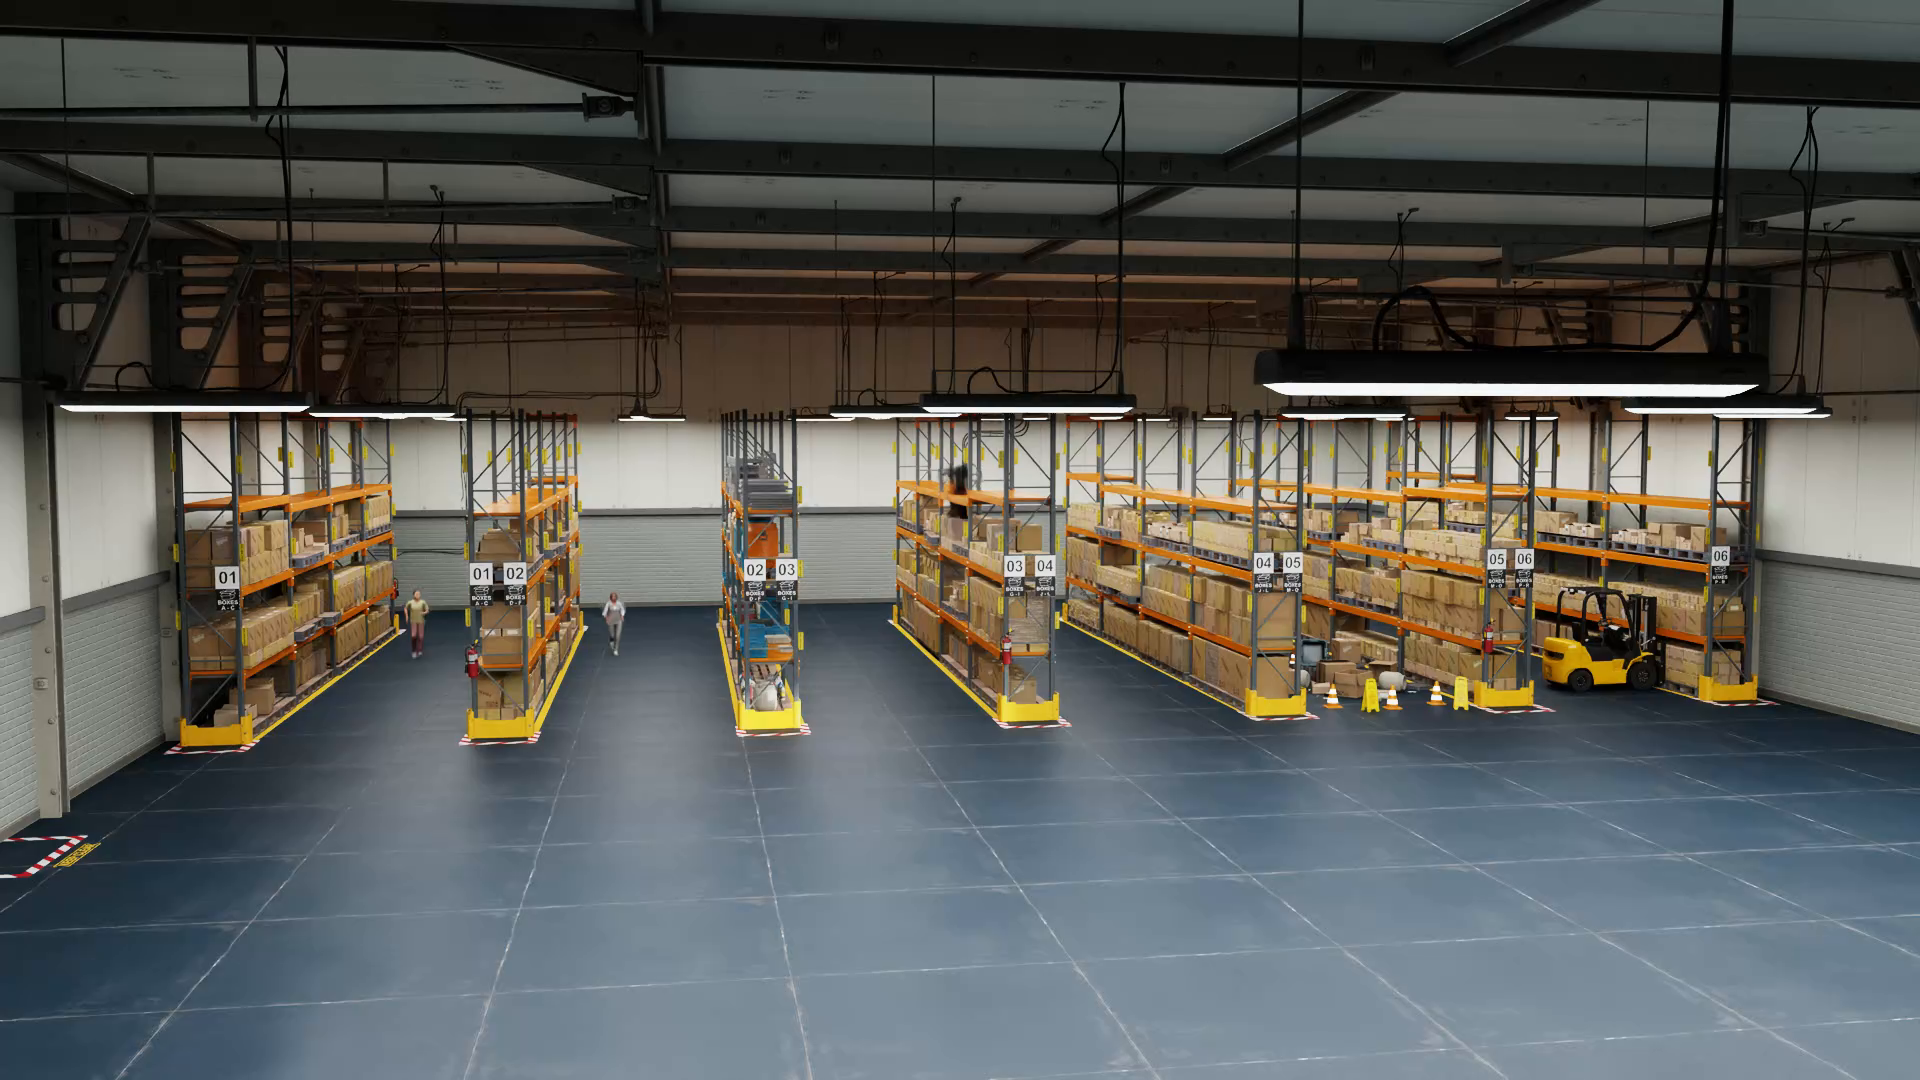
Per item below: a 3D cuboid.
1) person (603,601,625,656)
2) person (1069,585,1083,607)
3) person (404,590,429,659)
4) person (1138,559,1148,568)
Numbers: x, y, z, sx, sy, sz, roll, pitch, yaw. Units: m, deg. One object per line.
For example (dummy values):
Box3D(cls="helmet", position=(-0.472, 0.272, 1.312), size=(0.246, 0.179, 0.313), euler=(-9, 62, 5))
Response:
Box3D(cls="person", position=(-8.575, 2.187, 41.265), size=(0.546, 1.346, 0.632), euler=(-1, 4, -17))
Box3D(cls="person", position=(3.425, 1.964, 50.236), size=(0.289, 0.446, 0.966), euler=(4, 6, 45))
Box3D(cls="person", position=(-13.269, 2.054, 40.646), size=(0.569, 1.689, 0.688), euler=(-1, 4, -20))
Box3D(cls="person", position=(5.514, 1.354, 50.025), size=(0.968, 1.712, 0.673), euler=(-1, 4, -13))
